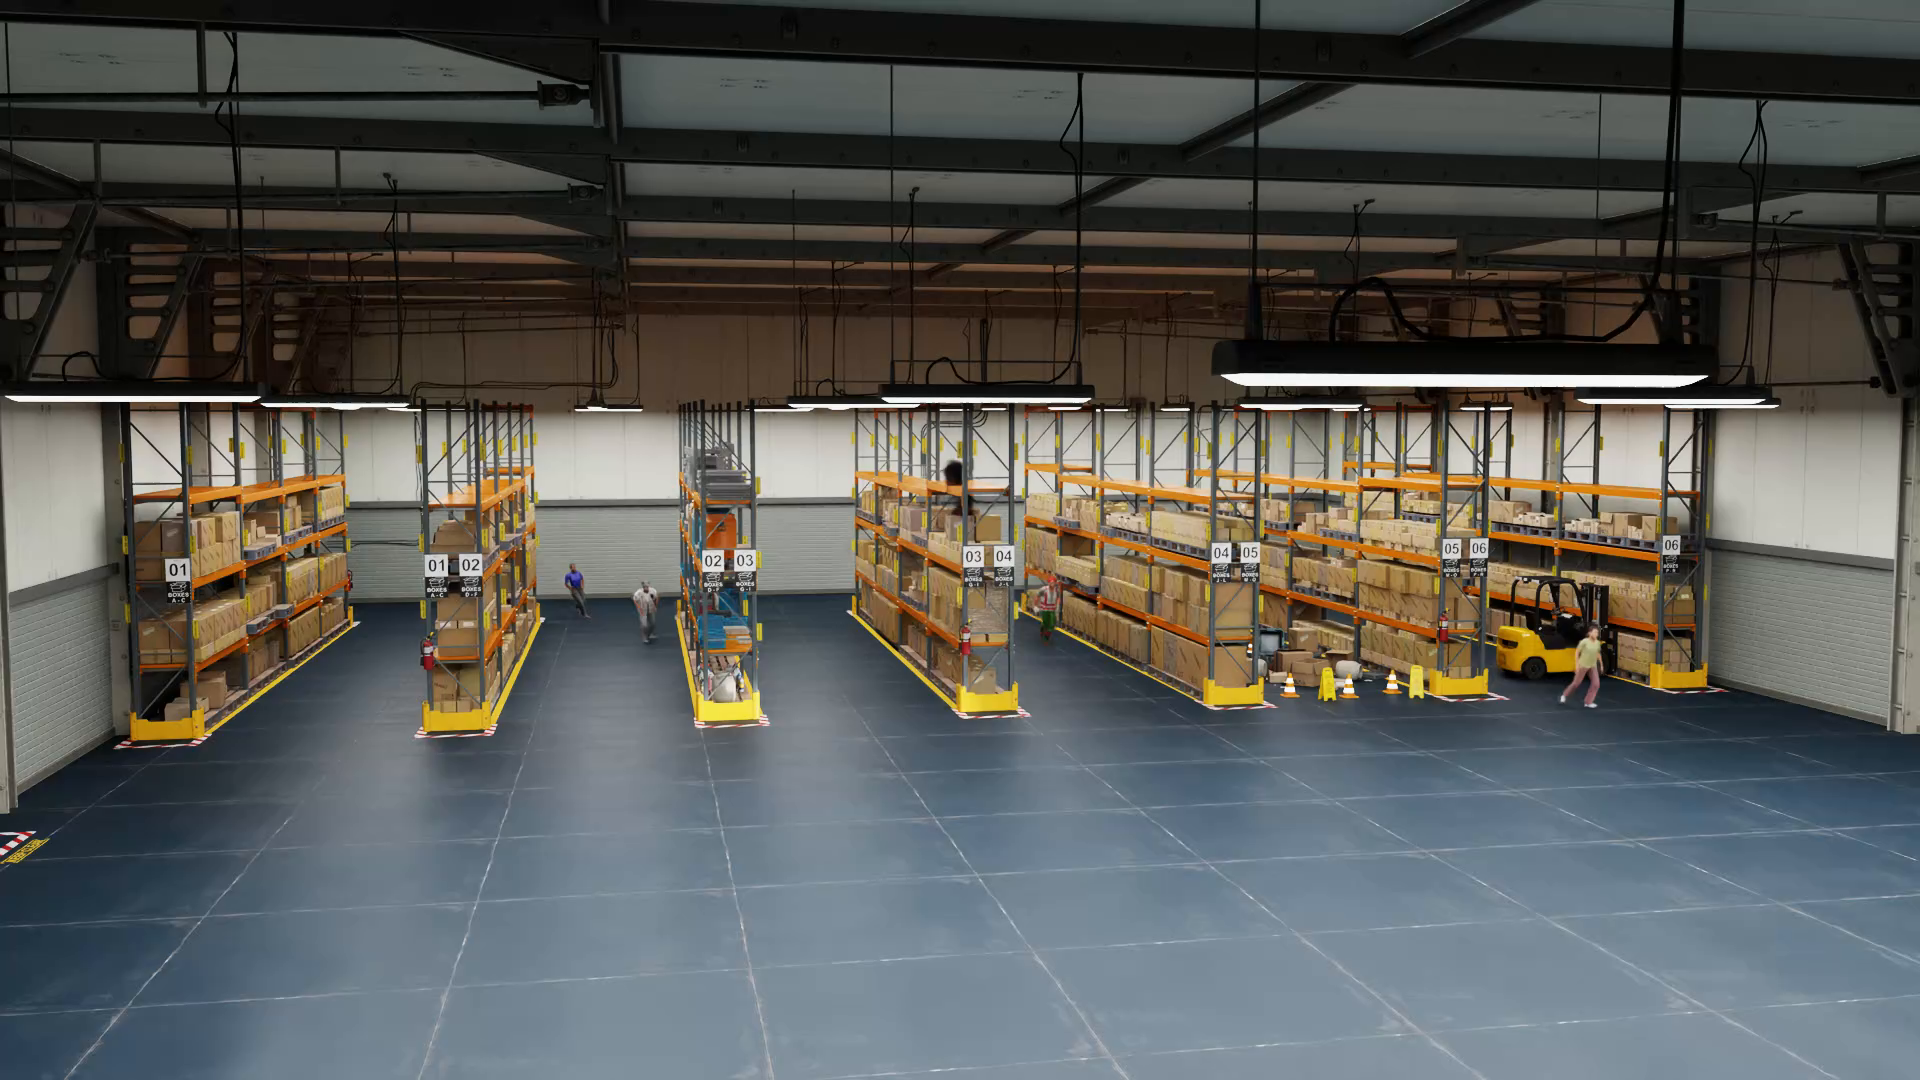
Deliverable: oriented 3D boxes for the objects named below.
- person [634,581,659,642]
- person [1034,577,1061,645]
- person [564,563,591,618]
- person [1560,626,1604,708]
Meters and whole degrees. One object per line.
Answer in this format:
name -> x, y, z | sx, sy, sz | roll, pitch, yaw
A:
person -> -7.891, 1.778, 41.812 | 0.688, 1.589, 0.918 | -2, 5, -27
person -> 2.183, 1.750, 41.379 | 0.657, 1.715, 0.704 | -2, 5, -25
person -> -10.818, 1.422, 46.701 | 0.650, 1.564, 0.663 | -4, 6, -45
person -> 12.216, 2.459, 32.609 | 0.708, 1.608, 0.673 | -1, 4, -10
